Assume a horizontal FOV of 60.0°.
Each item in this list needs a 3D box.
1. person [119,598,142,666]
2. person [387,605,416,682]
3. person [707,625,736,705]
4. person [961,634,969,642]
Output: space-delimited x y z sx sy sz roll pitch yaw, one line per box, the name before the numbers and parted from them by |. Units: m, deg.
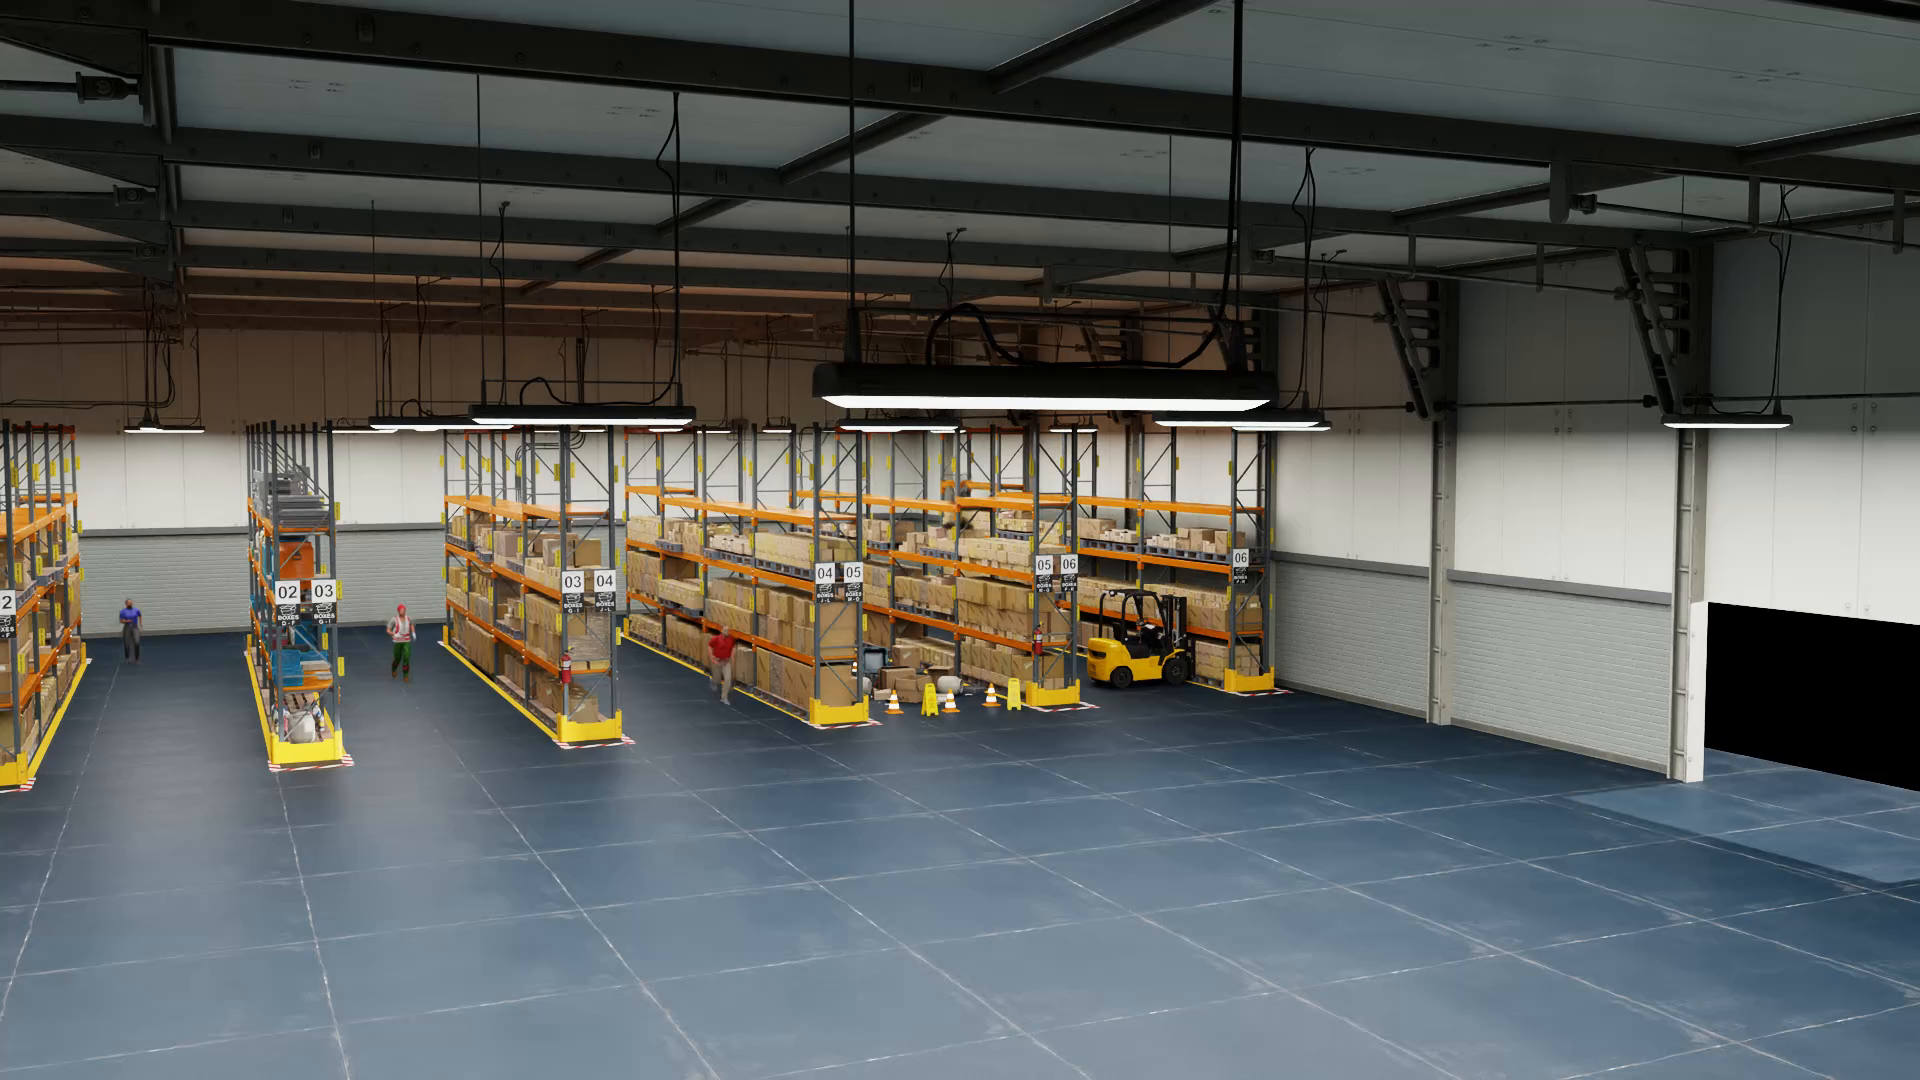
person | -20.704 2.307 41.542 0.544 1.716 0.752 -2 4 -33
person | -13.053 2.398 38.870 0.684 1.795 0.865 -3 4 -37
person | -5.139 2.669 35.822 0.669 1.725 0.921 -2 4 -27
person | 0.254 2.169 42.987 0.715 1.733 0.805 -2 4 -26
